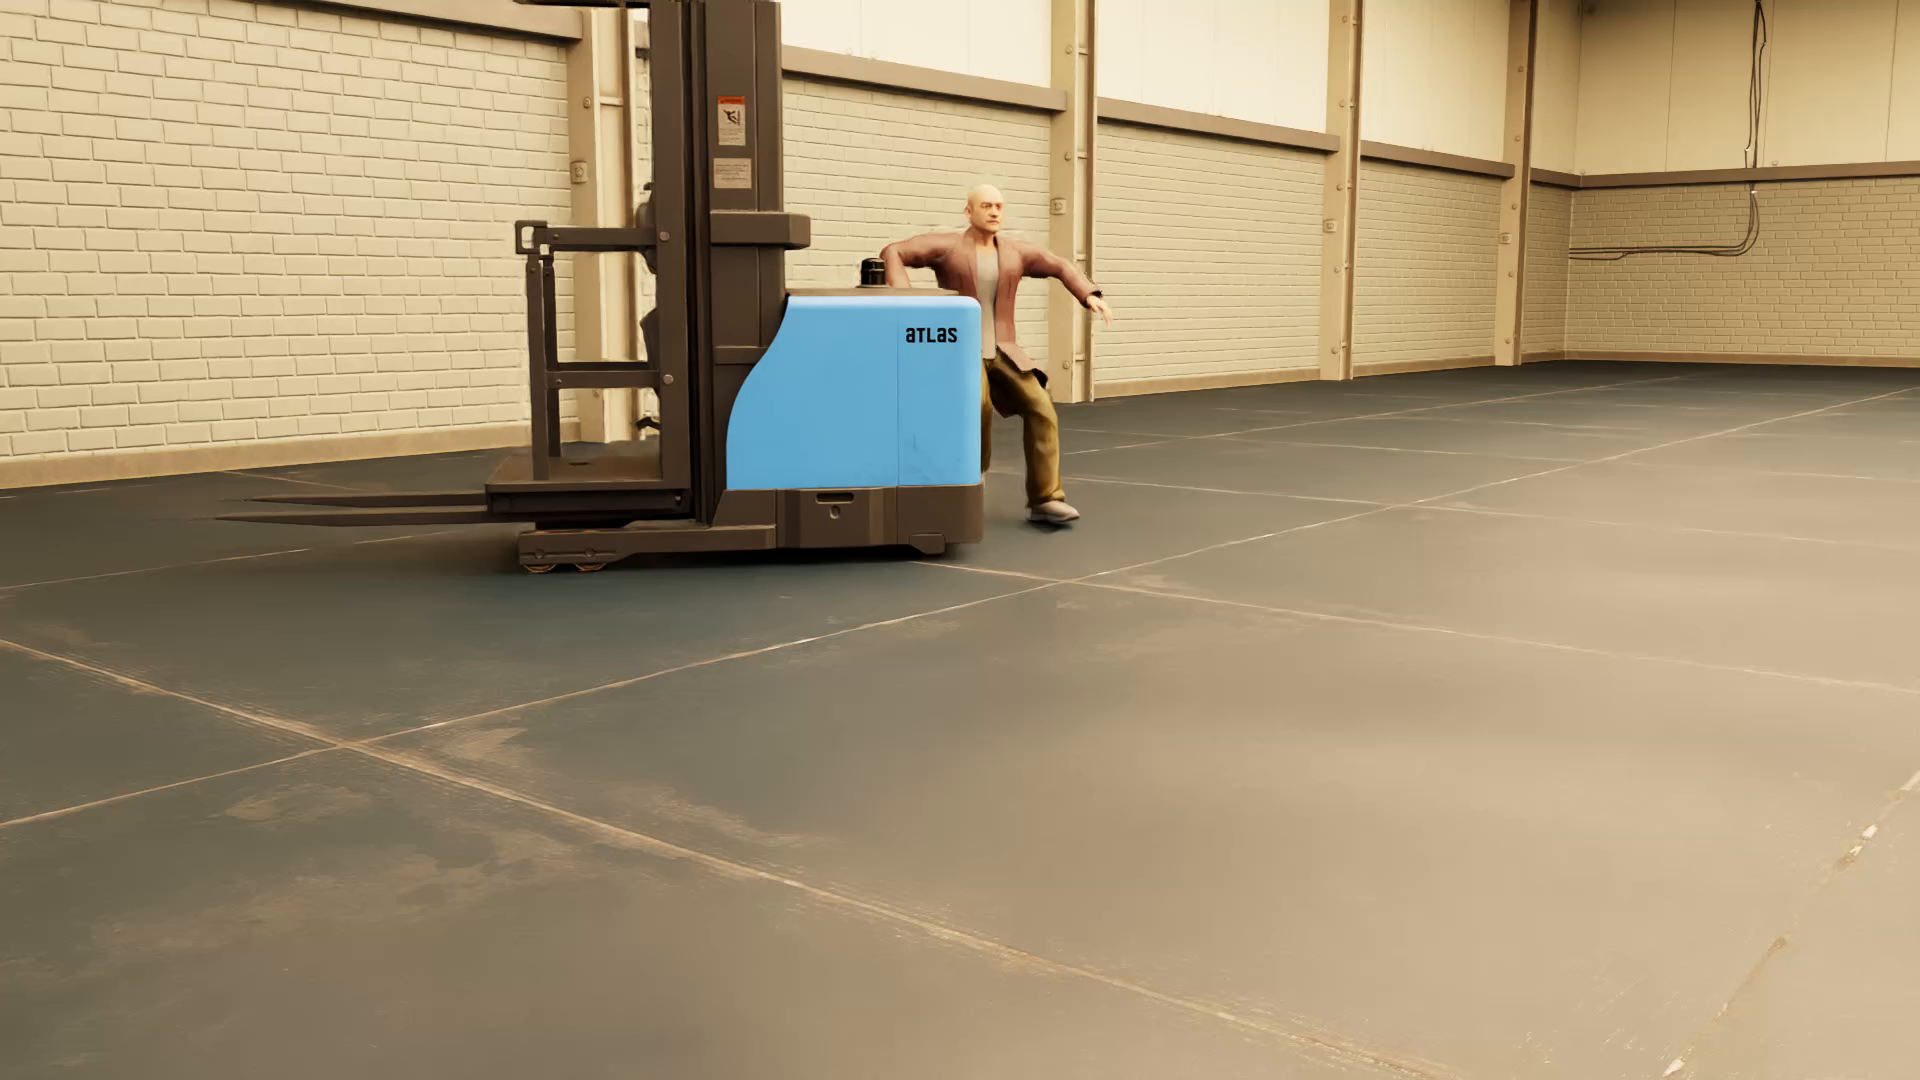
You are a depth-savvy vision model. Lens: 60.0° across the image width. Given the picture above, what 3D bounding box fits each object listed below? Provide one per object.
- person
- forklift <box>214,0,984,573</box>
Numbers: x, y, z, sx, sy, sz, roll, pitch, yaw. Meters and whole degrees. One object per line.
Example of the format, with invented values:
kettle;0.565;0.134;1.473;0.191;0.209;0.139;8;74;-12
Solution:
person;0.207;-0.893;7.956;1.127;1.612;0.856;-3;9;-18
forklift;-1.469;-1.403;6.872;3.031;2.935;1.130;-2;8;-11
